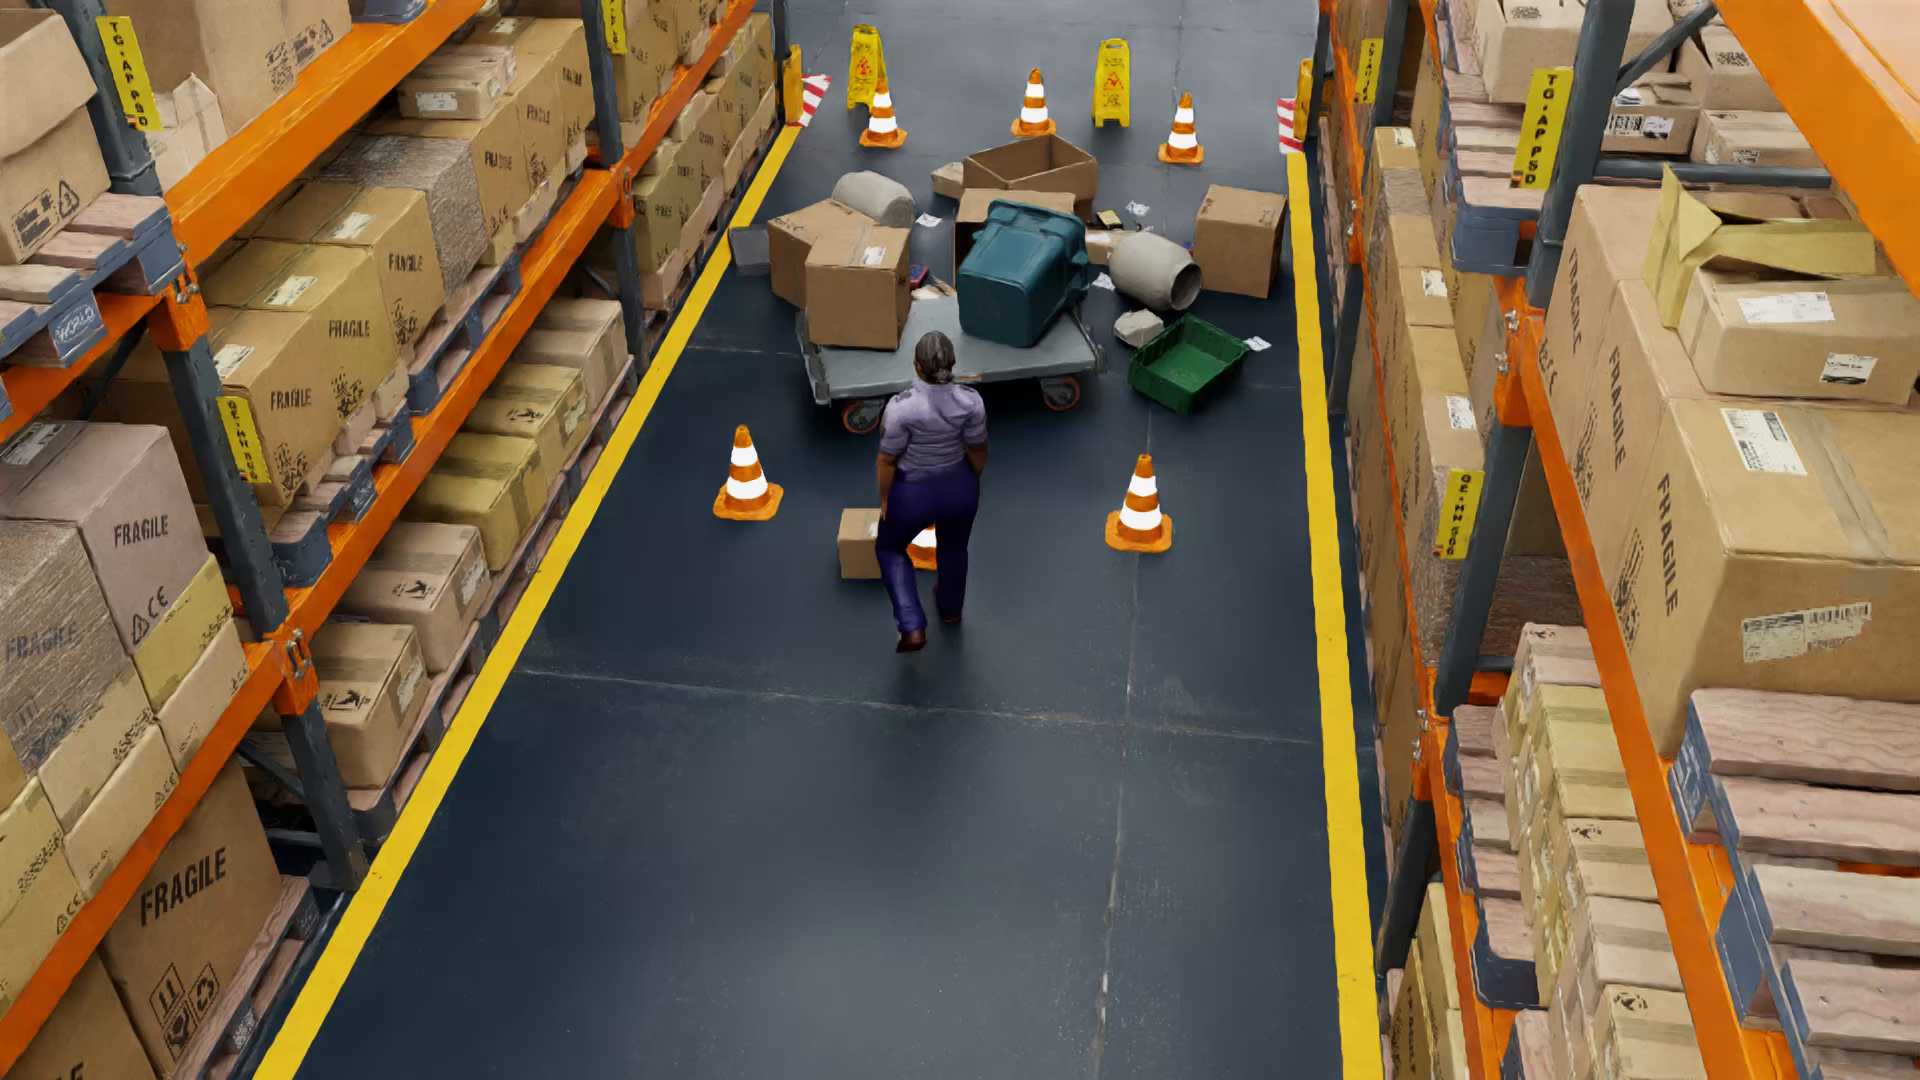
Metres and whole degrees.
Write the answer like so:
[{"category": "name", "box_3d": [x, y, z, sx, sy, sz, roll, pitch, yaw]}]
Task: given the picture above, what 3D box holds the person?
[{"category": "person", "box_3d": [-0.137, -0.223, 7.347, 0.496, 1.617, 0.642, -10, 38, -14]}]
